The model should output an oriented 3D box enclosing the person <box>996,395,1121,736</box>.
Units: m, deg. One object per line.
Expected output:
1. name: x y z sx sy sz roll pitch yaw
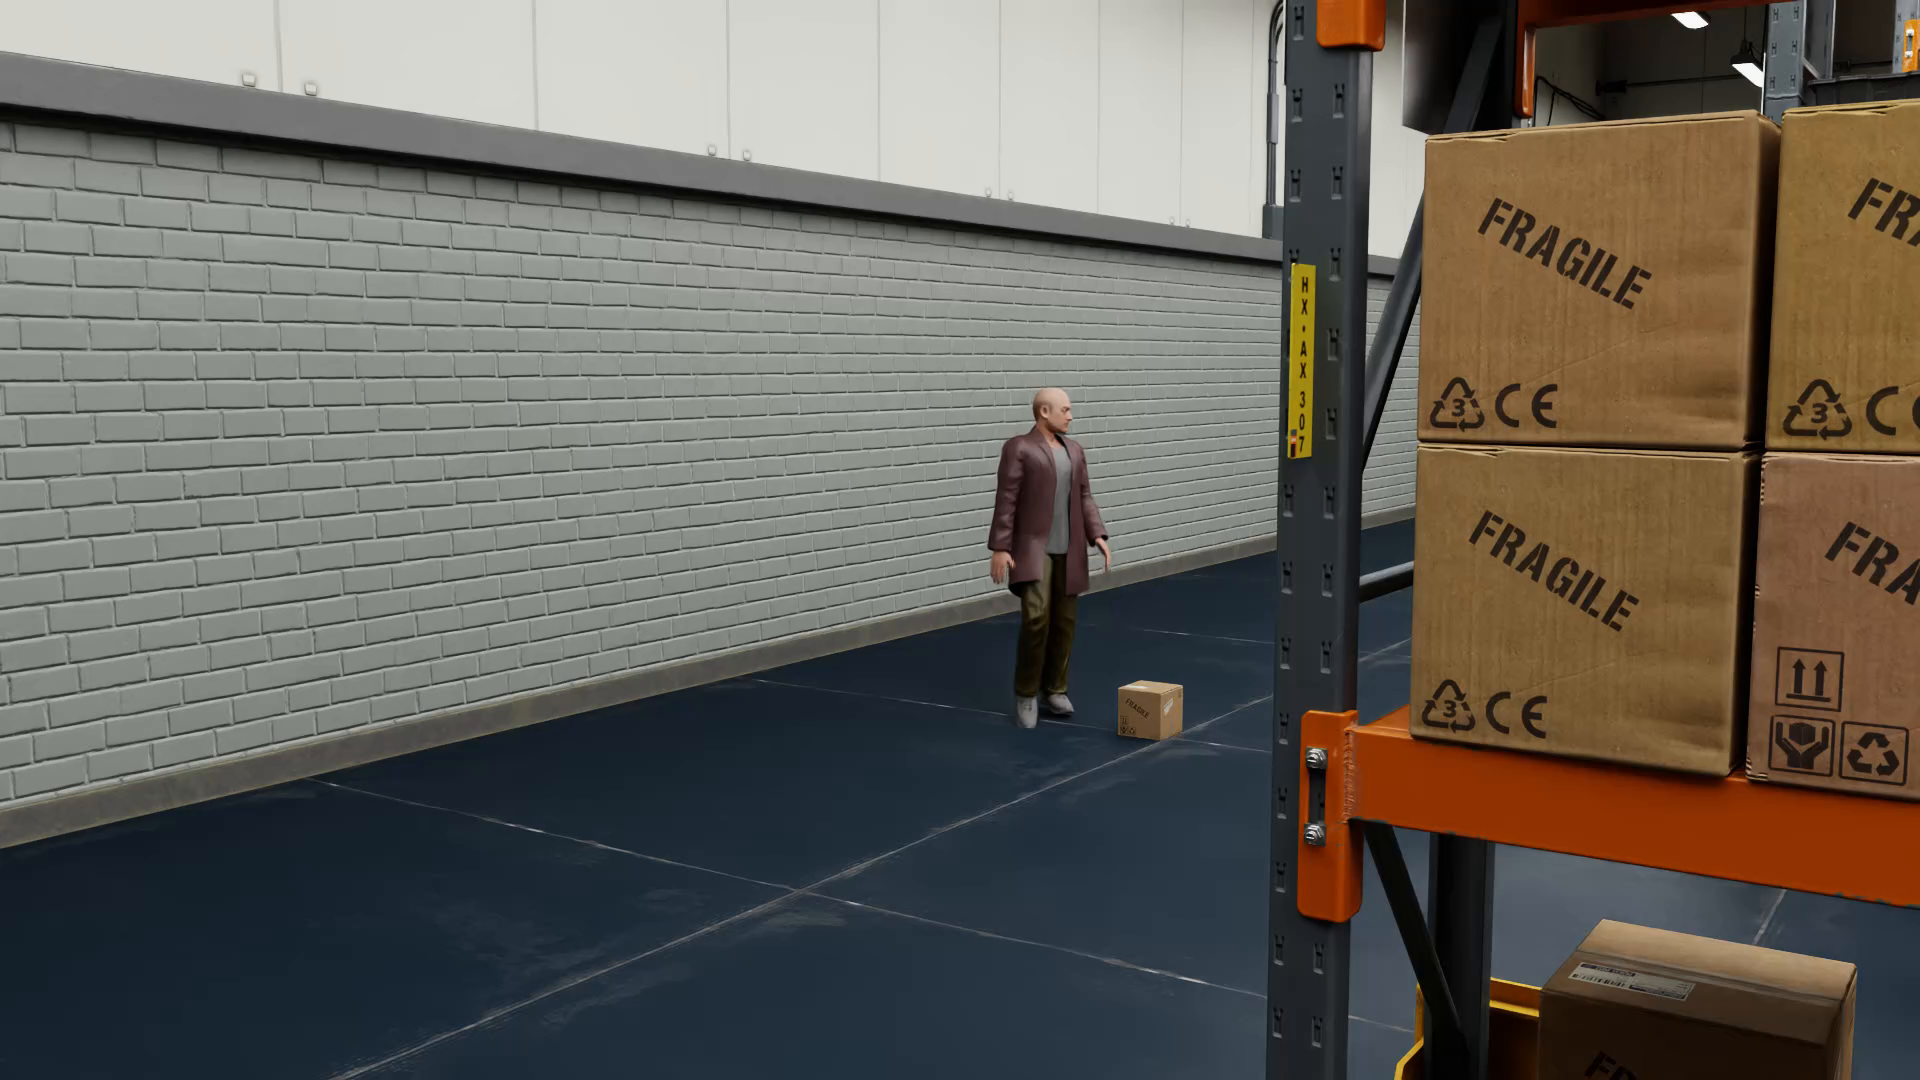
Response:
1. person: 0.545 0.098 8.898 0.764 1.734 0.828 -4 7 -30
